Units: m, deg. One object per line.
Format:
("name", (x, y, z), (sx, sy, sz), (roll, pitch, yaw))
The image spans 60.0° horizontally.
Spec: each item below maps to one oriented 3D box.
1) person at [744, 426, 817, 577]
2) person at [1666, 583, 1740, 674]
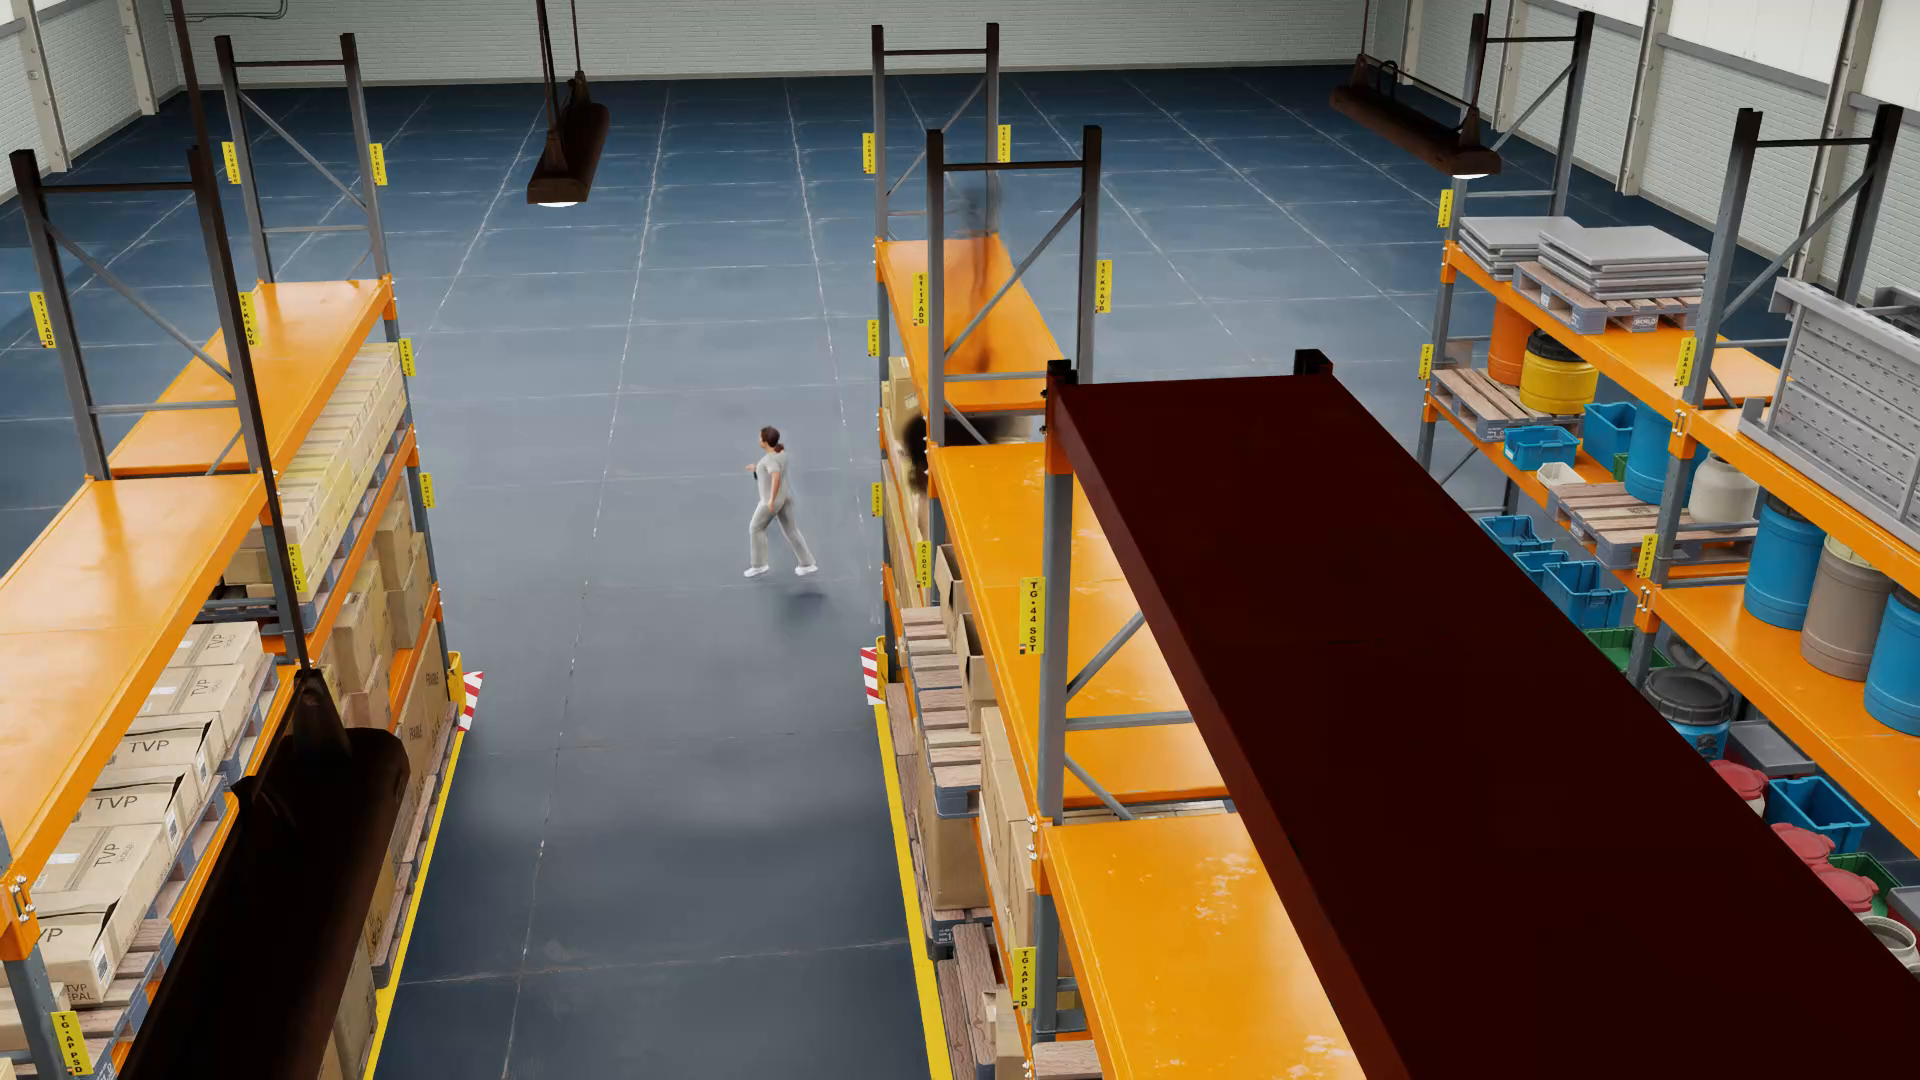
("person", (-1.894, -0.364, 17.283), (0.842, 1.709, 0.579), (13, 28, 25))
("person", (6.709, 0.727, 15.104), (0.561, 1.618, 0.562), (-6, 26, -12))
